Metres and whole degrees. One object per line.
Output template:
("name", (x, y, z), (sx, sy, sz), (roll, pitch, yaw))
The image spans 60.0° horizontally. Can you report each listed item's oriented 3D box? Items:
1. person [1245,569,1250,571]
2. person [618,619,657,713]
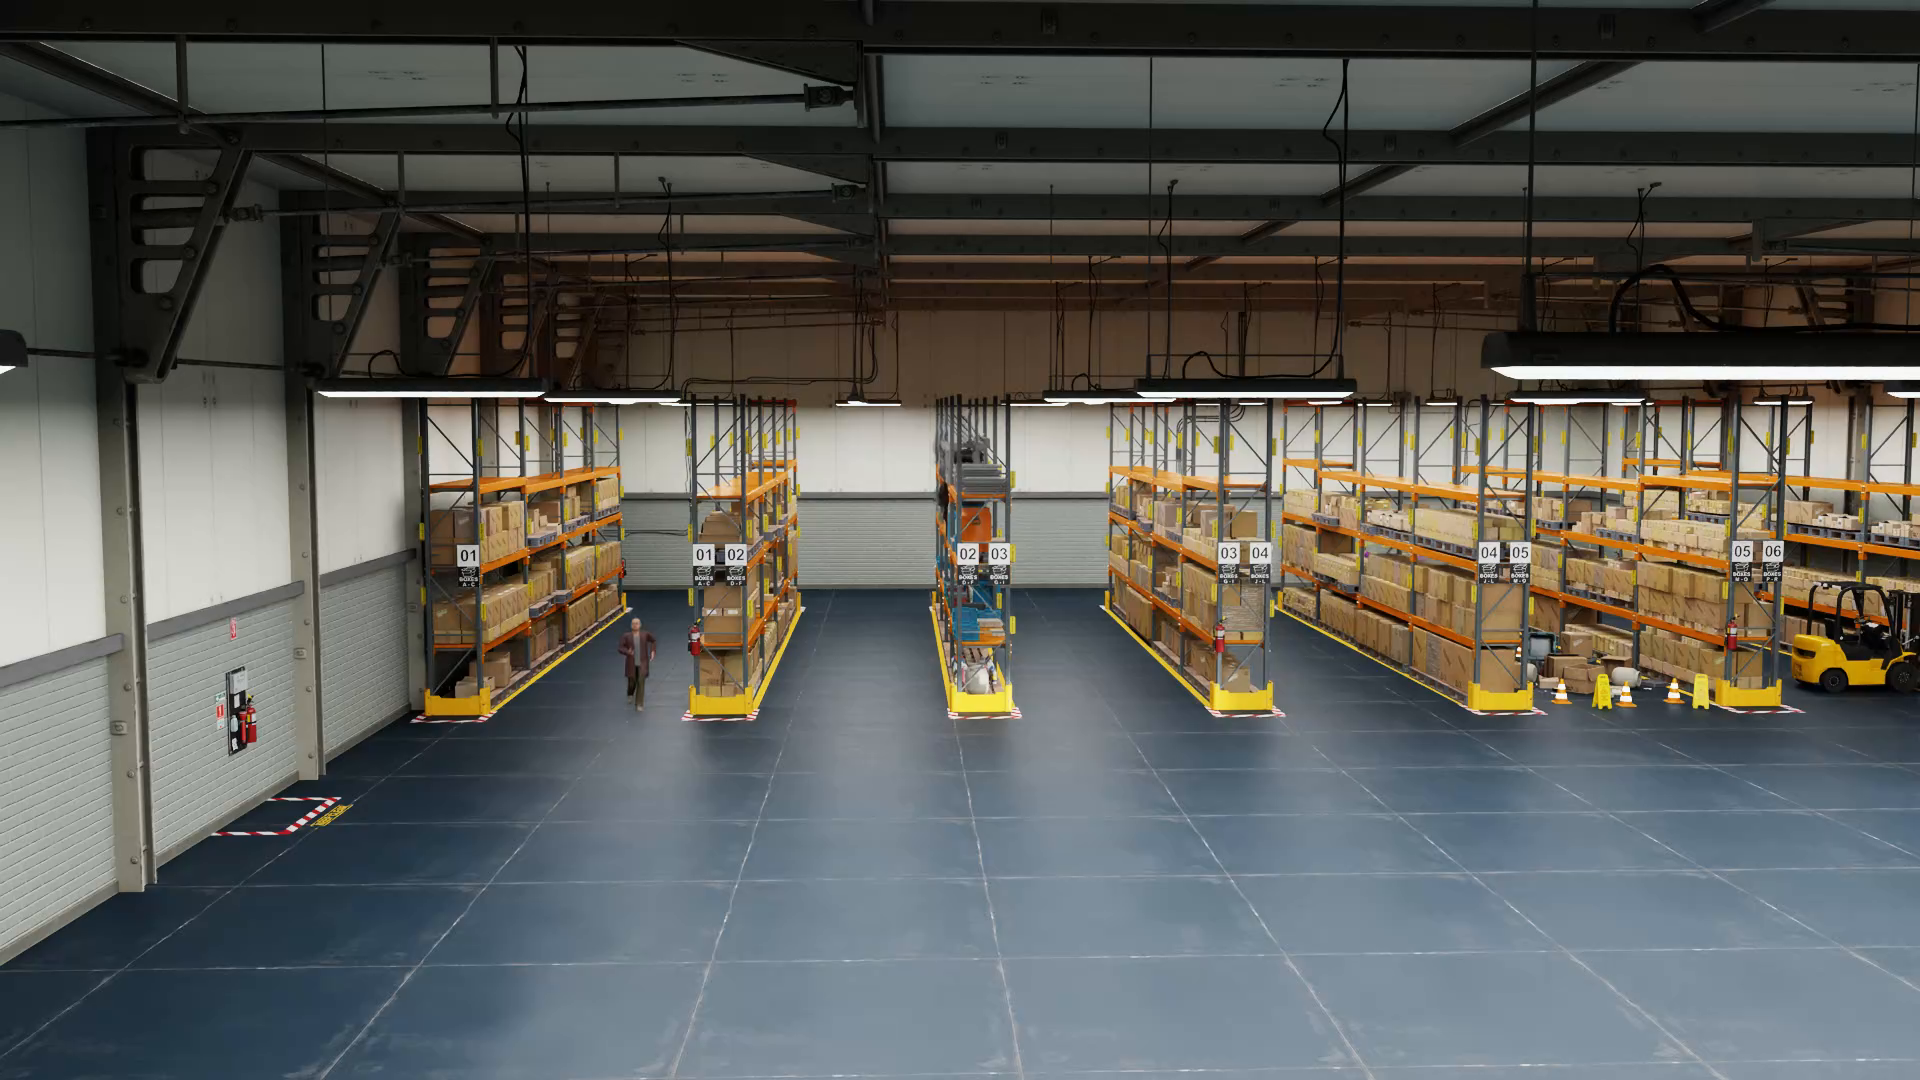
("person", (8.176, 1.053, 48.433), (0.769, 1.751, 0.656), (-3, 5, -30))
("person", (-6.127, 2.363, 31.574), (0.723, 1.722, 1.059), (-1, 5, -9))
